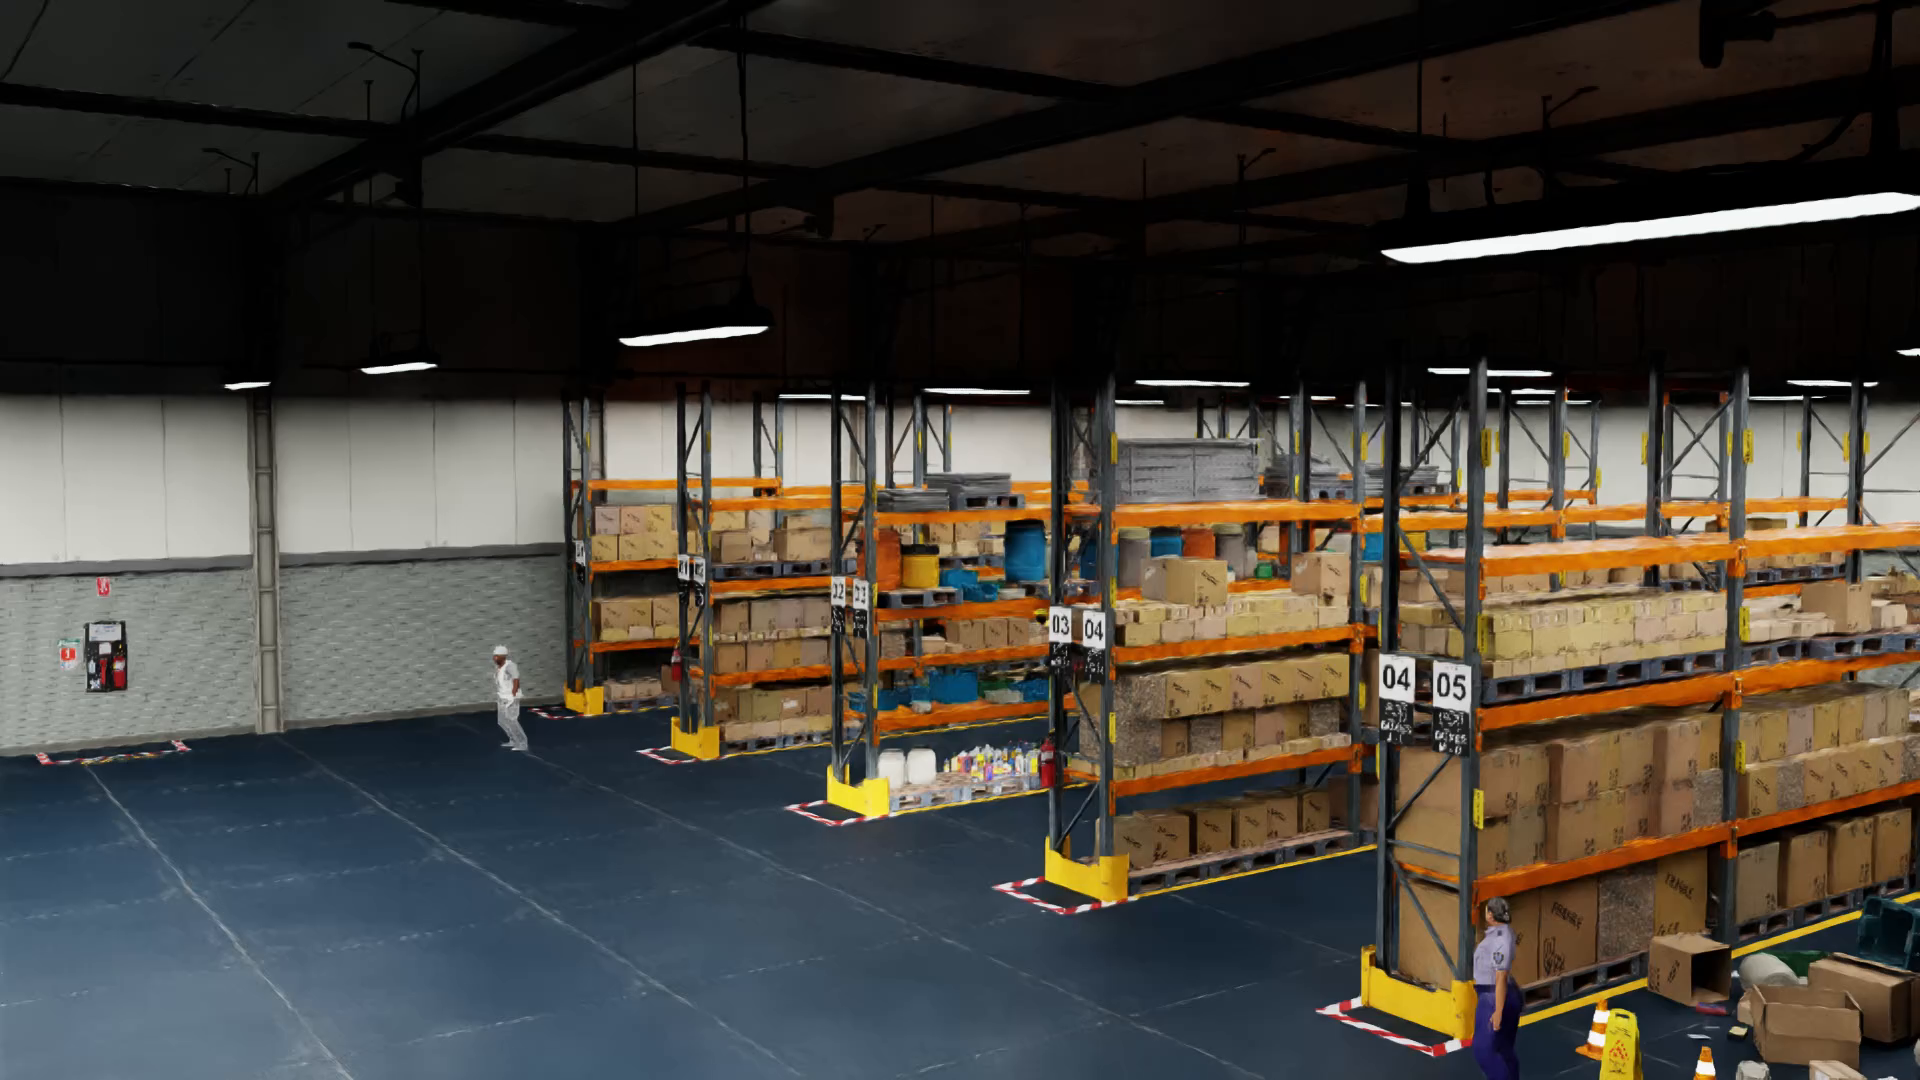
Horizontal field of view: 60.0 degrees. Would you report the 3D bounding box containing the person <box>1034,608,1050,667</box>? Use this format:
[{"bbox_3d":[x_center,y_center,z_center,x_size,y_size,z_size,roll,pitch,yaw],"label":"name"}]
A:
[{"bbox_3d":[1.670,2.176,33.240,1.121,1.691,0.577,-2,4,-32],"label":"person"}]

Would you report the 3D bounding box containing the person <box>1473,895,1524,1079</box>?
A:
[{"bbox_3d":[4.092,3.535,12.601,0.408,1.624,0.602,2,4,26],"label":"person"}]

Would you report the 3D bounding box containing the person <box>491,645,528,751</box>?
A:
[{"bbox_3d":[-7.351,2.569,27.062,0.549,1.735,0.682,-3,5,-36],"label":"person"}]

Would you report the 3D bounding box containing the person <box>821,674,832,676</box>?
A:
[{"bbox_3d":[-2.534,2.271,32.416,0.420,1.602,0.506,2,4,30],"label":"person"}]
